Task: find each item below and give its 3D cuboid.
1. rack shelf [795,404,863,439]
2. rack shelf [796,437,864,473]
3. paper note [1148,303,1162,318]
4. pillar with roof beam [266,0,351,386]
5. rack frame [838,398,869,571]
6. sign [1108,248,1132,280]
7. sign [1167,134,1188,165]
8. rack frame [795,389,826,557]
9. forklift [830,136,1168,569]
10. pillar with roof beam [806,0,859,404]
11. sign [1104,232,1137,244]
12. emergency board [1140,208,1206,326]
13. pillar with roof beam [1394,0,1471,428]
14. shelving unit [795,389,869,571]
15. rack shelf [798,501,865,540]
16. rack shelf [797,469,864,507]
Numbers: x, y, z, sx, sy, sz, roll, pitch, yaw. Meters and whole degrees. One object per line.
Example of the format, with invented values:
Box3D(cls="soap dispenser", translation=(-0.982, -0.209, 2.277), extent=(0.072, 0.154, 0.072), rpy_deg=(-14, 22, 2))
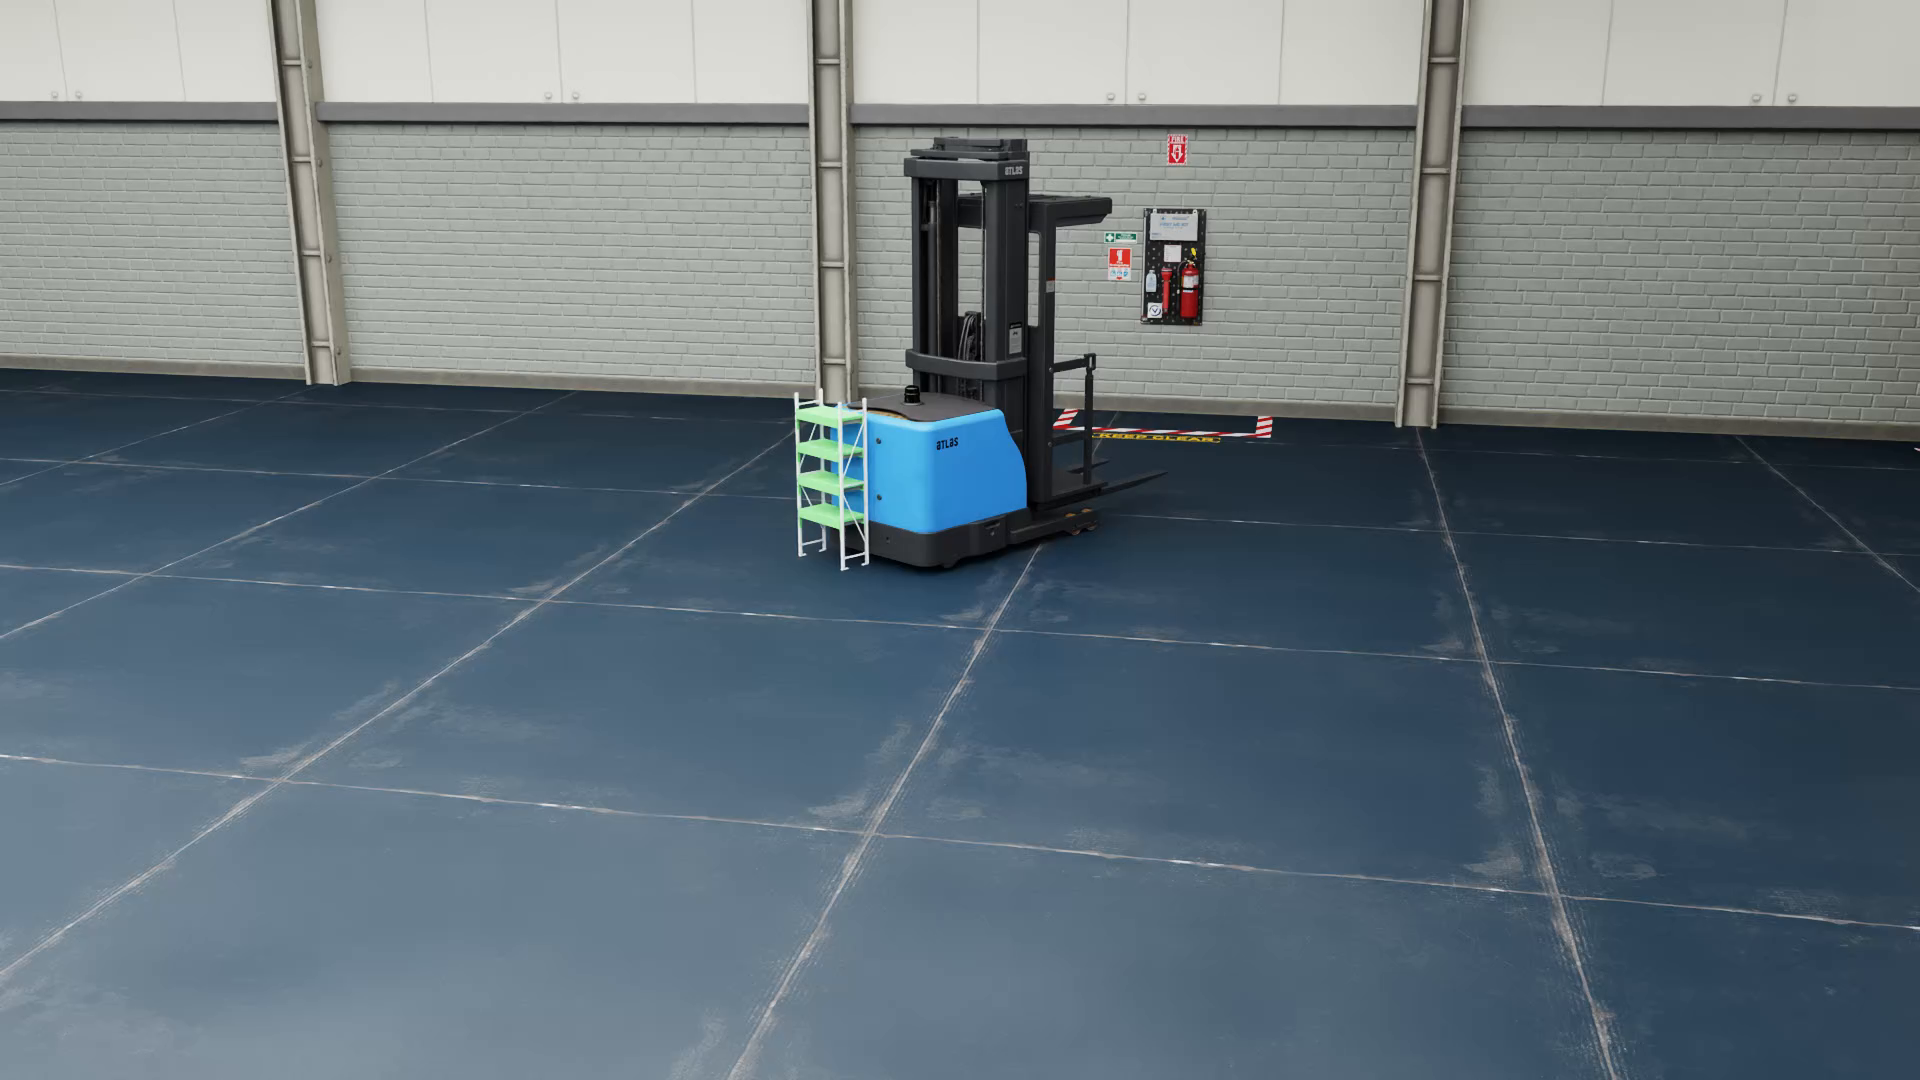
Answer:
Box3D(cls="rack shelf", translation=(-0.910, -0.835, 11.699), extent=(0.258, 0.148, 0.480), rpy_deg=(-14, 21, -41))
Box3D(cls="rack shelf", translation=(-0.910, -0.603, 11.763), extent=(0.258, 0.148, 0.480), rpy_deg=(-14, 21, -41))
Box3D(cls="paper note", translation=(1.992, -2.347, 16.996), extent=(0.142, 0.148, 0.016), rpy_deg=(3, 16, 11))
Box3D(cls="pillar with roof beam", translation=(-8.051, -5.006, 13.707), extent=(0.400, 9.000, 9.100), rpy_deg=(3, 16, 11))
Box3D(cls="rack frame", translation=(-0.744, -0.386, 11.637), extent=(0.240, 1.200, 0.015), rpy_deg=(-14, 21, -41))
Box3D(cls="sign", translation=(1.631, -2.818, 16.978), extent=(0.234, 0.329, 0.001), rpy_deg=(3, 16, 11))
Box3D(cls="sign", translation=(2.164, -3.888, 16.566), extent=(0.199, 0.298, 0.001), rpy_deg=(3, 16, 11))
Box3D(cls="rack frame", translation=(-1.075, -0.481, 11.982), extent=(0.240, 1.200, 0.015), rpy_deg=(-14, 21, -41))
Box3D(cls="forklift", translation=(0.430, -1.533, 12.535), extent=(1.130, 2.935, 3.031), rpy_deg=(14, 21, 42))
Box3D(cls="pillar with roof beam", translation=(-2.172, -4.687, 12.555), extent=(0.400, 9.000, 9.100), rpy_deg=(3, 16, 11))
Box3D(cls="sign", translation=(1.633, -3.071, 16.898), extent=(0.331, 0.109, 0.001), rpy_deg=(3, 16, 11))
Box3D(cls="emergency board", translation=(2.152, -2.744, 16.779), extent=(0.643, 1.169, 0.194), rpy_deg=(3, 16, 11))
Box3D(cls="pillar with roof beam", translation=(3.708, -4.368, 11.402), extent=(0.400, 9.000, 9.100), rpy_deg=(3, 16, 11))
Box3D(cls="shelving unit", translation=(-0.910, -0.434, 11.810), extent=(0.258, 1.200, 0.503), rpy_deg=(-14, 21, -41))
Box3D(cls="rack shelf", translation=(-0.910, -0.141, 11.891), extent=(0.258, 0.148, 0.480), rpy_deg=(-14, 21, -41))
Box3D(cls="rack shelf", translation=(-0.910, -0.372, 11.827), extent=(0.258, 0.148, 0.480), rpy_deg=(-14, 21, -41))
